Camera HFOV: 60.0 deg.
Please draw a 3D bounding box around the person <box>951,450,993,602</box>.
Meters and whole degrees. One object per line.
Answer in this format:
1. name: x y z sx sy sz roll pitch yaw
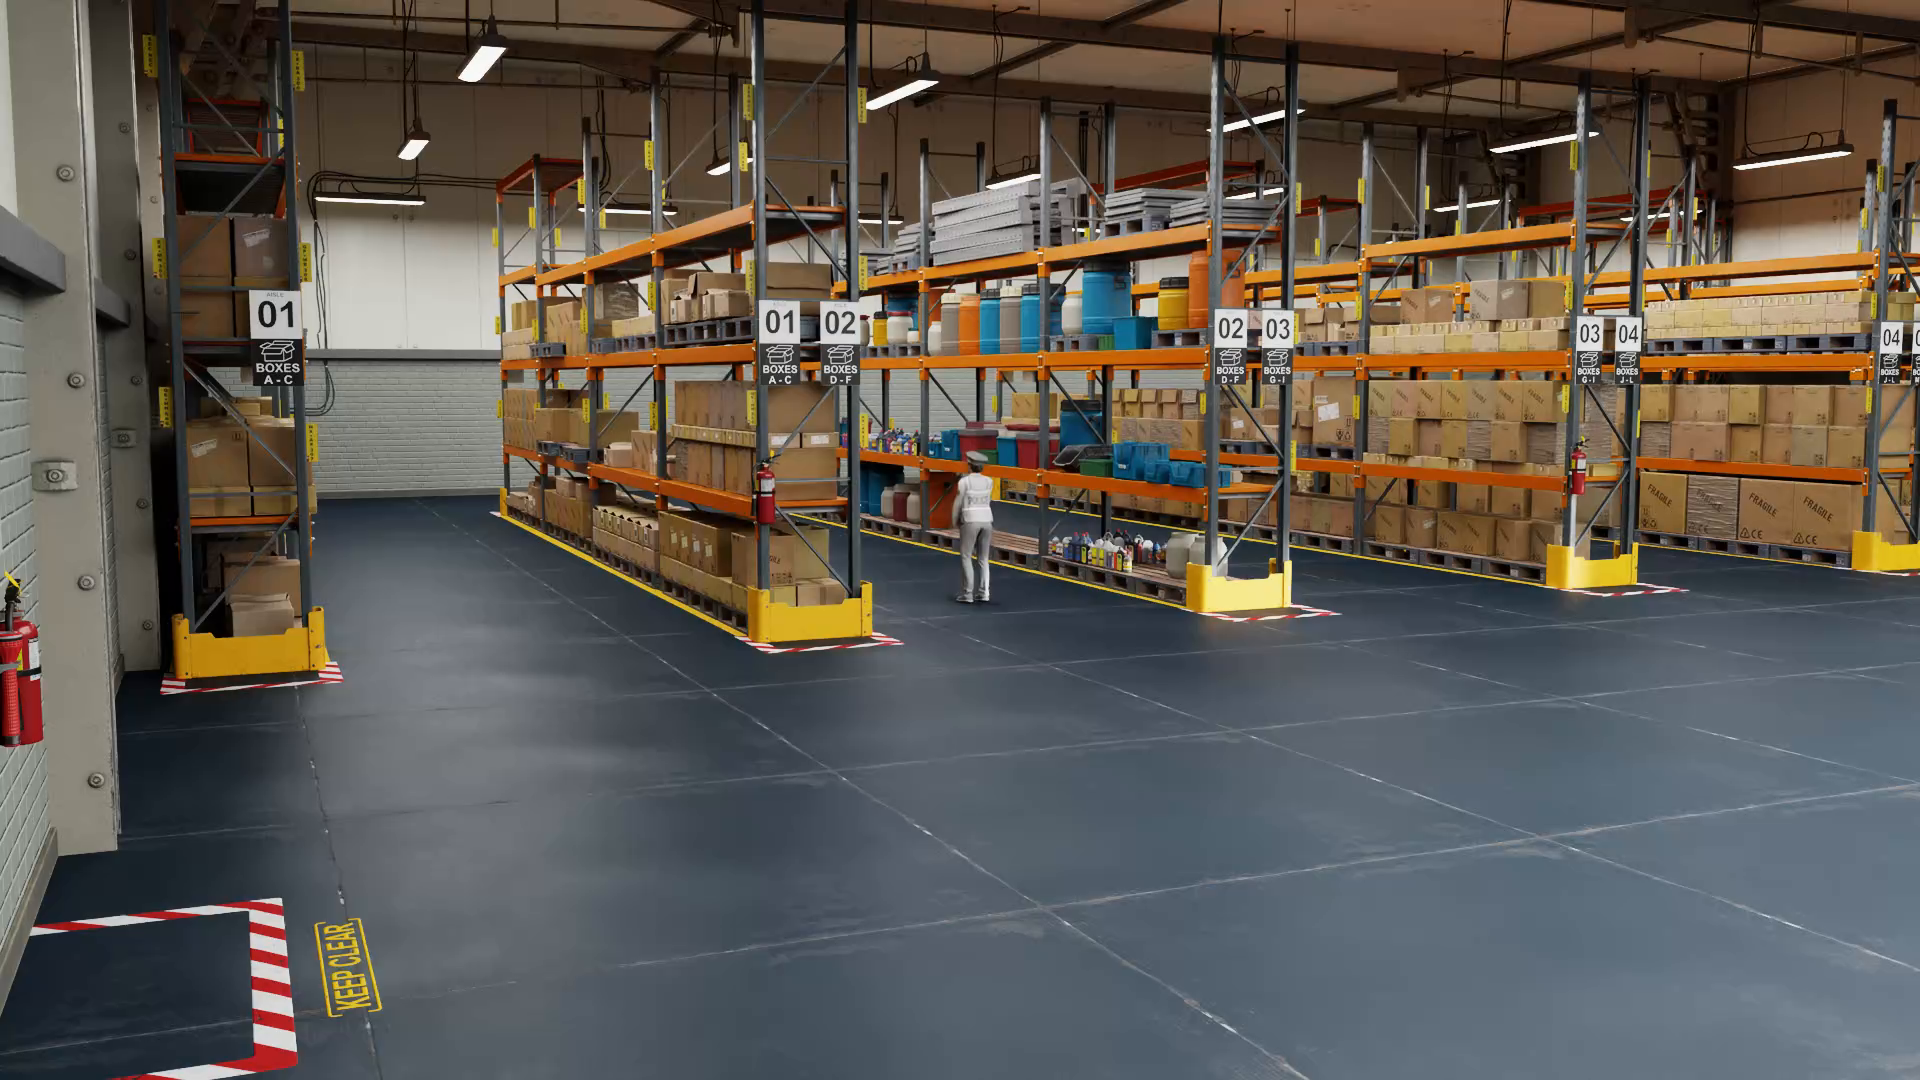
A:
1. person: 0.128 -0.155 18.511 0.416 1.691 0.522 -3 6 -25
